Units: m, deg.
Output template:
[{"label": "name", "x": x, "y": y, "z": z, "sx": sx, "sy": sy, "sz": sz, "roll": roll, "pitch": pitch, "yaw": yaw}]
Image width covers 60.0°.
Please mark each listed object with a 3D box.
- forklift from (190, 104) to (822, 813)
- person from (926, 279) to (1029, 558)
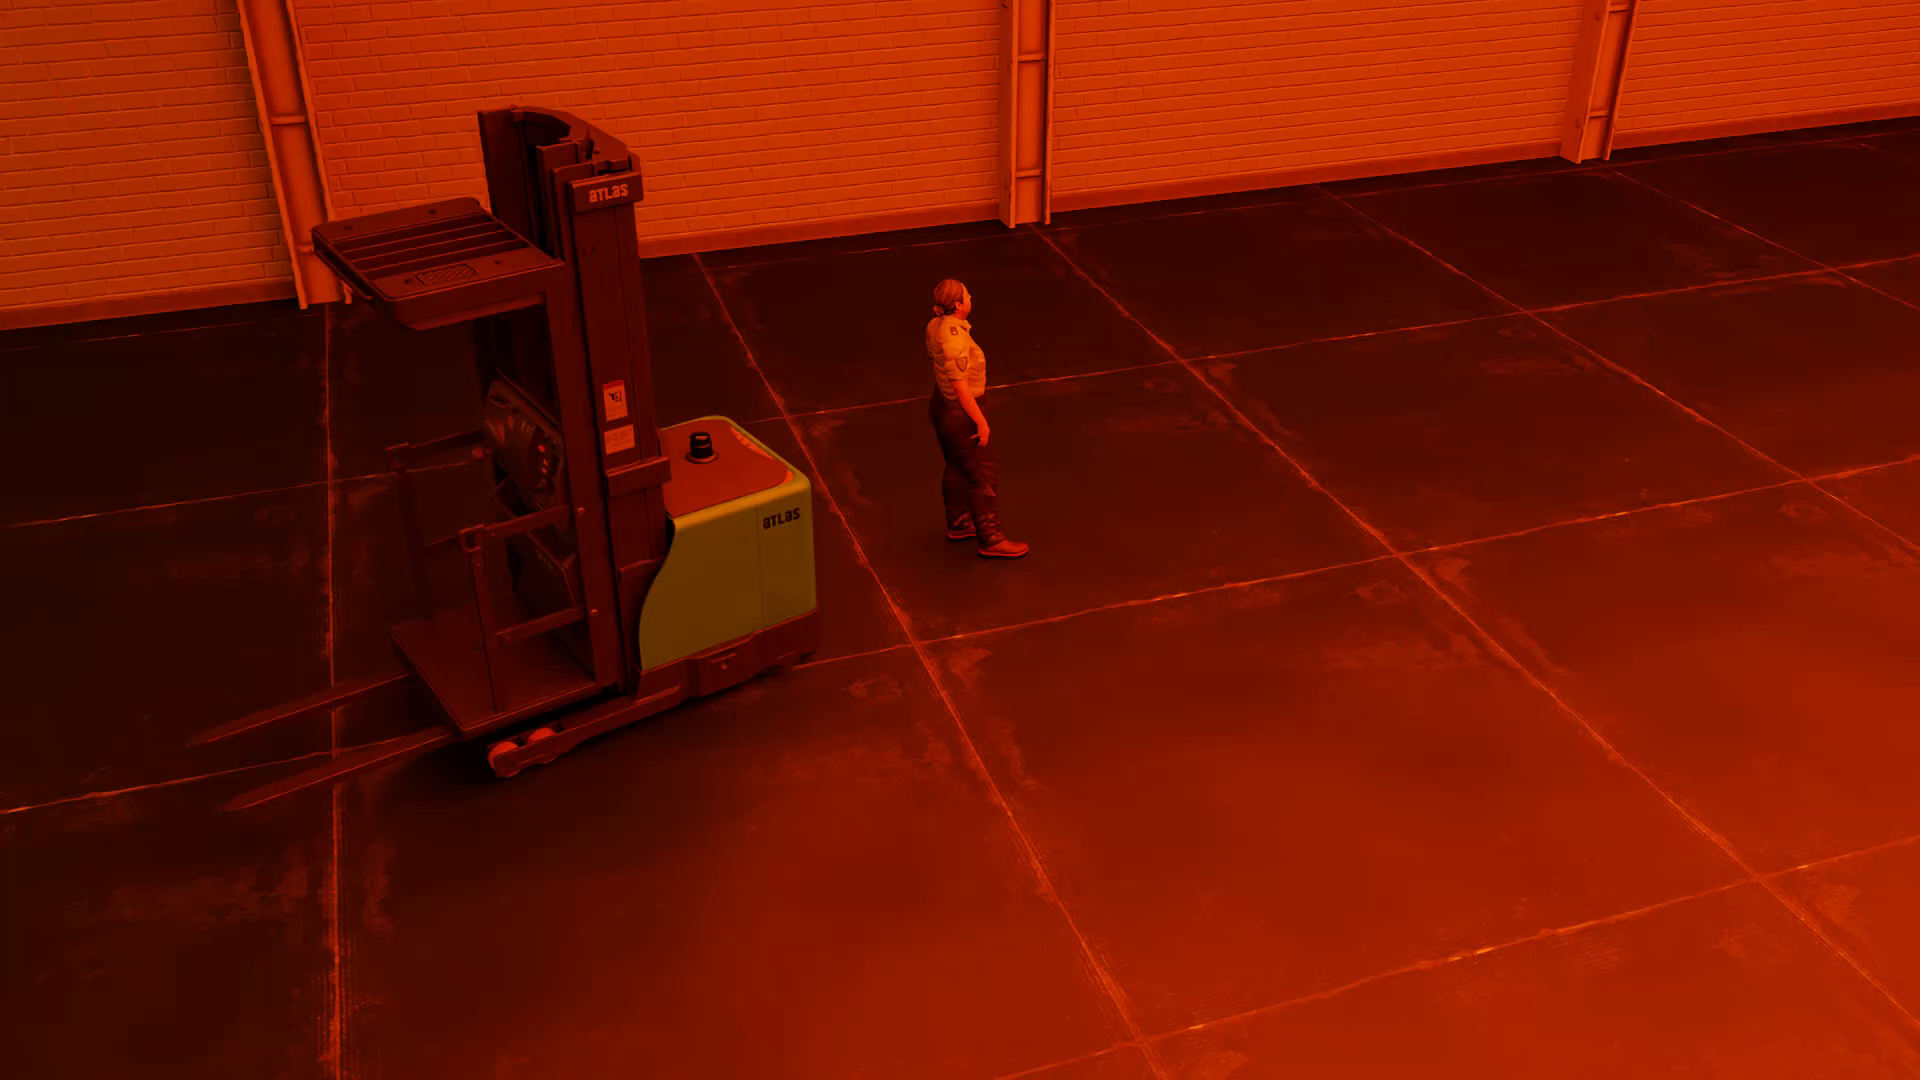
[{"label": "forklift", "x": -2.243, "y": -0.425, "z": 7.826, "sx": 3.031, "sy": 2.935, "sz": 1.130, "roll": -19, "pitch": 35, "yaw": -30}, {"label": "person", "x": 0.092, "y": -0.724, "z": 9.618, "sx": 0.503, "sy": 1.650, "sz": 0.599, "roll": -10, "pitch": 31, "yaw": -16}]
